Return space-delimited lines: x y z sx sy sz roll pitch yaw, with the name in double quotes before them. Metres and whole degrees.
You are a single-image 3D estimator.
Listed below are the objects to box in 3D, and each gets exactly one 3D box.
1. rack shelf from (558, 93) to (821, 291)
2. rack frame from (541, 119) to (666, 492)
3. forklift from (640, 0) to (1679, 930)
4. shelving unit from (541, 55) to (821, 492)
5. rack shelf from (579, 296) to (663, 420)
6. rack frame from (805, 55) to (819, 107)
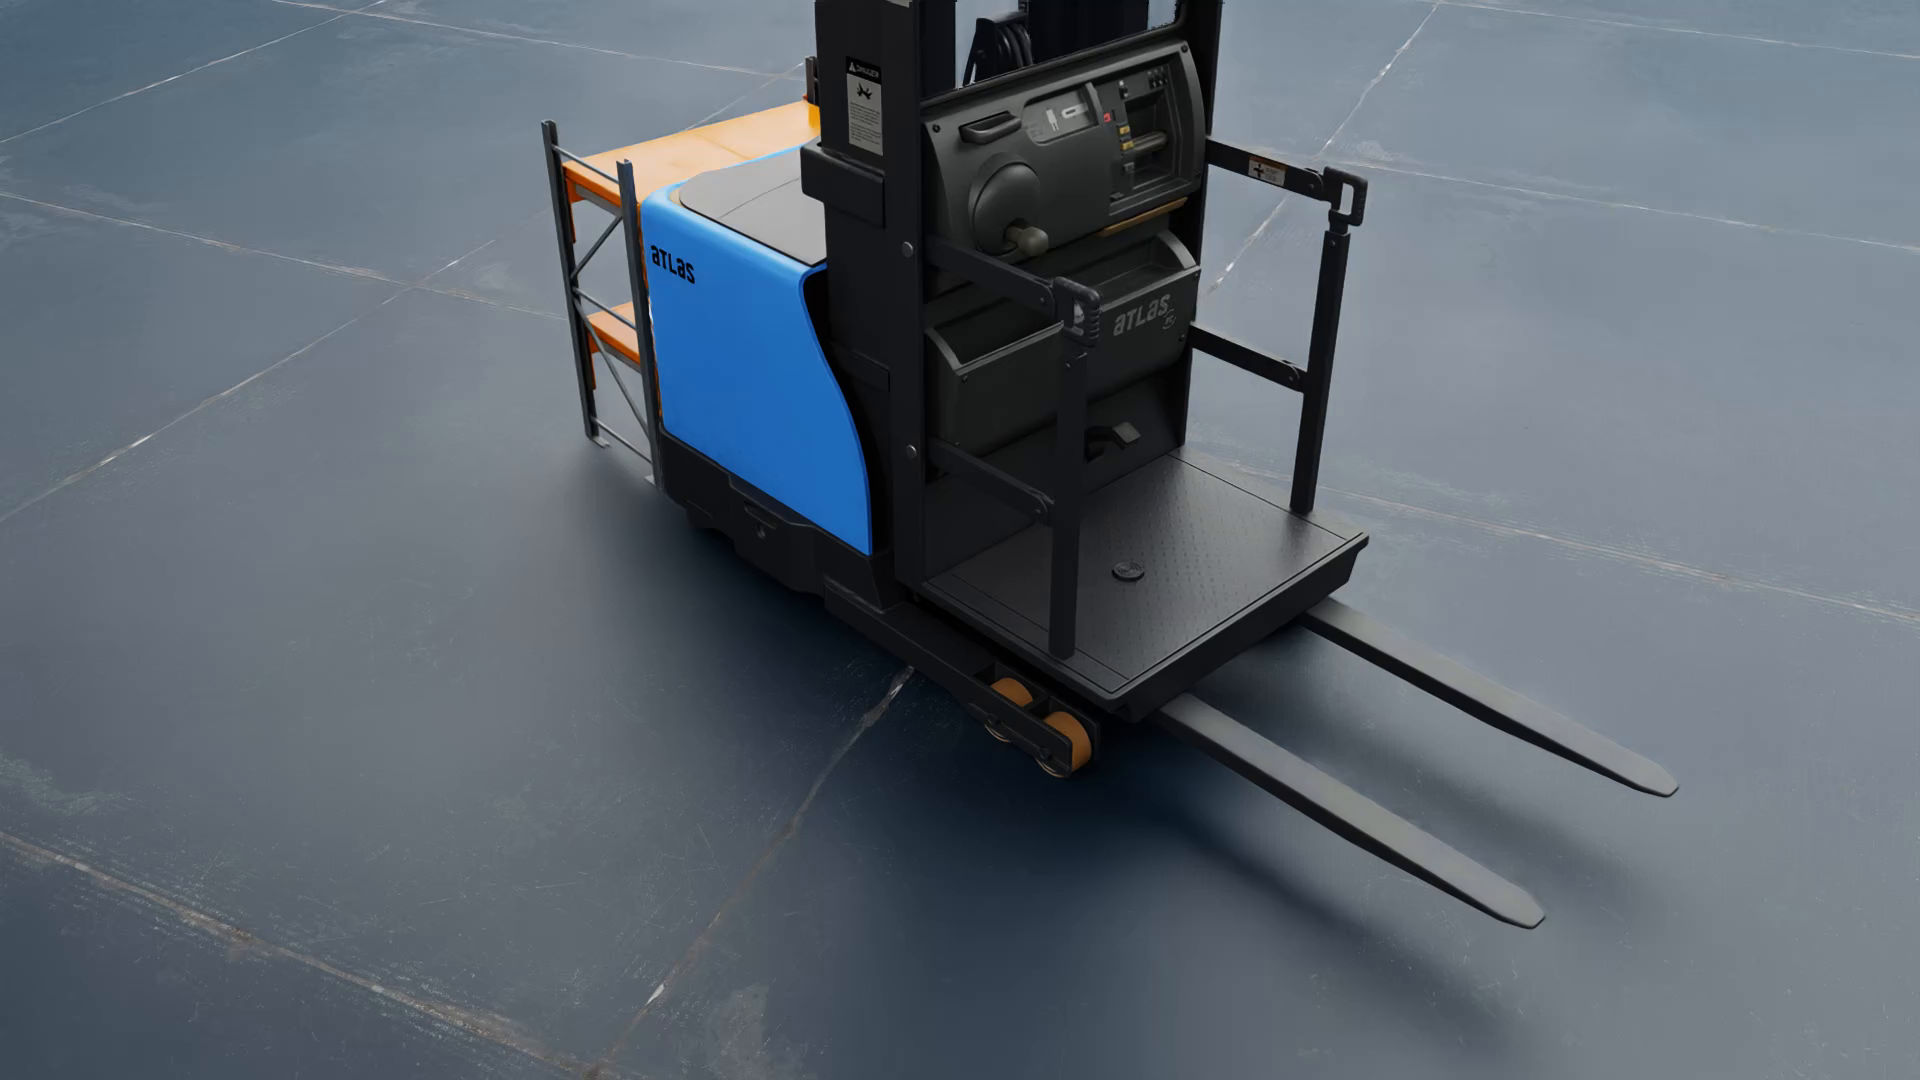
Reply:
"rack shelf" -0.749 -1.164 5.464 1.000 0.278 0.538 -25 40 -33
"rack frame" -1.135 -0.738 5.348 0.032 1.125 0.500 -25 40 -33
"forklift" 0.429 -0.932 3.999 1.130 2.935 3.031 -27 42 -35
"shelving unit" -0.748 -0.919 5.623 1.048 1.125 0.538 -25 40 -33
"rack shelf" -0.747 -0.714 5.757 1.000 0.278 0.538 -25 40 -33
"rack frame" -0.361 -1.100 5.899 0.032 1.125 0.500 -25 40 -33
